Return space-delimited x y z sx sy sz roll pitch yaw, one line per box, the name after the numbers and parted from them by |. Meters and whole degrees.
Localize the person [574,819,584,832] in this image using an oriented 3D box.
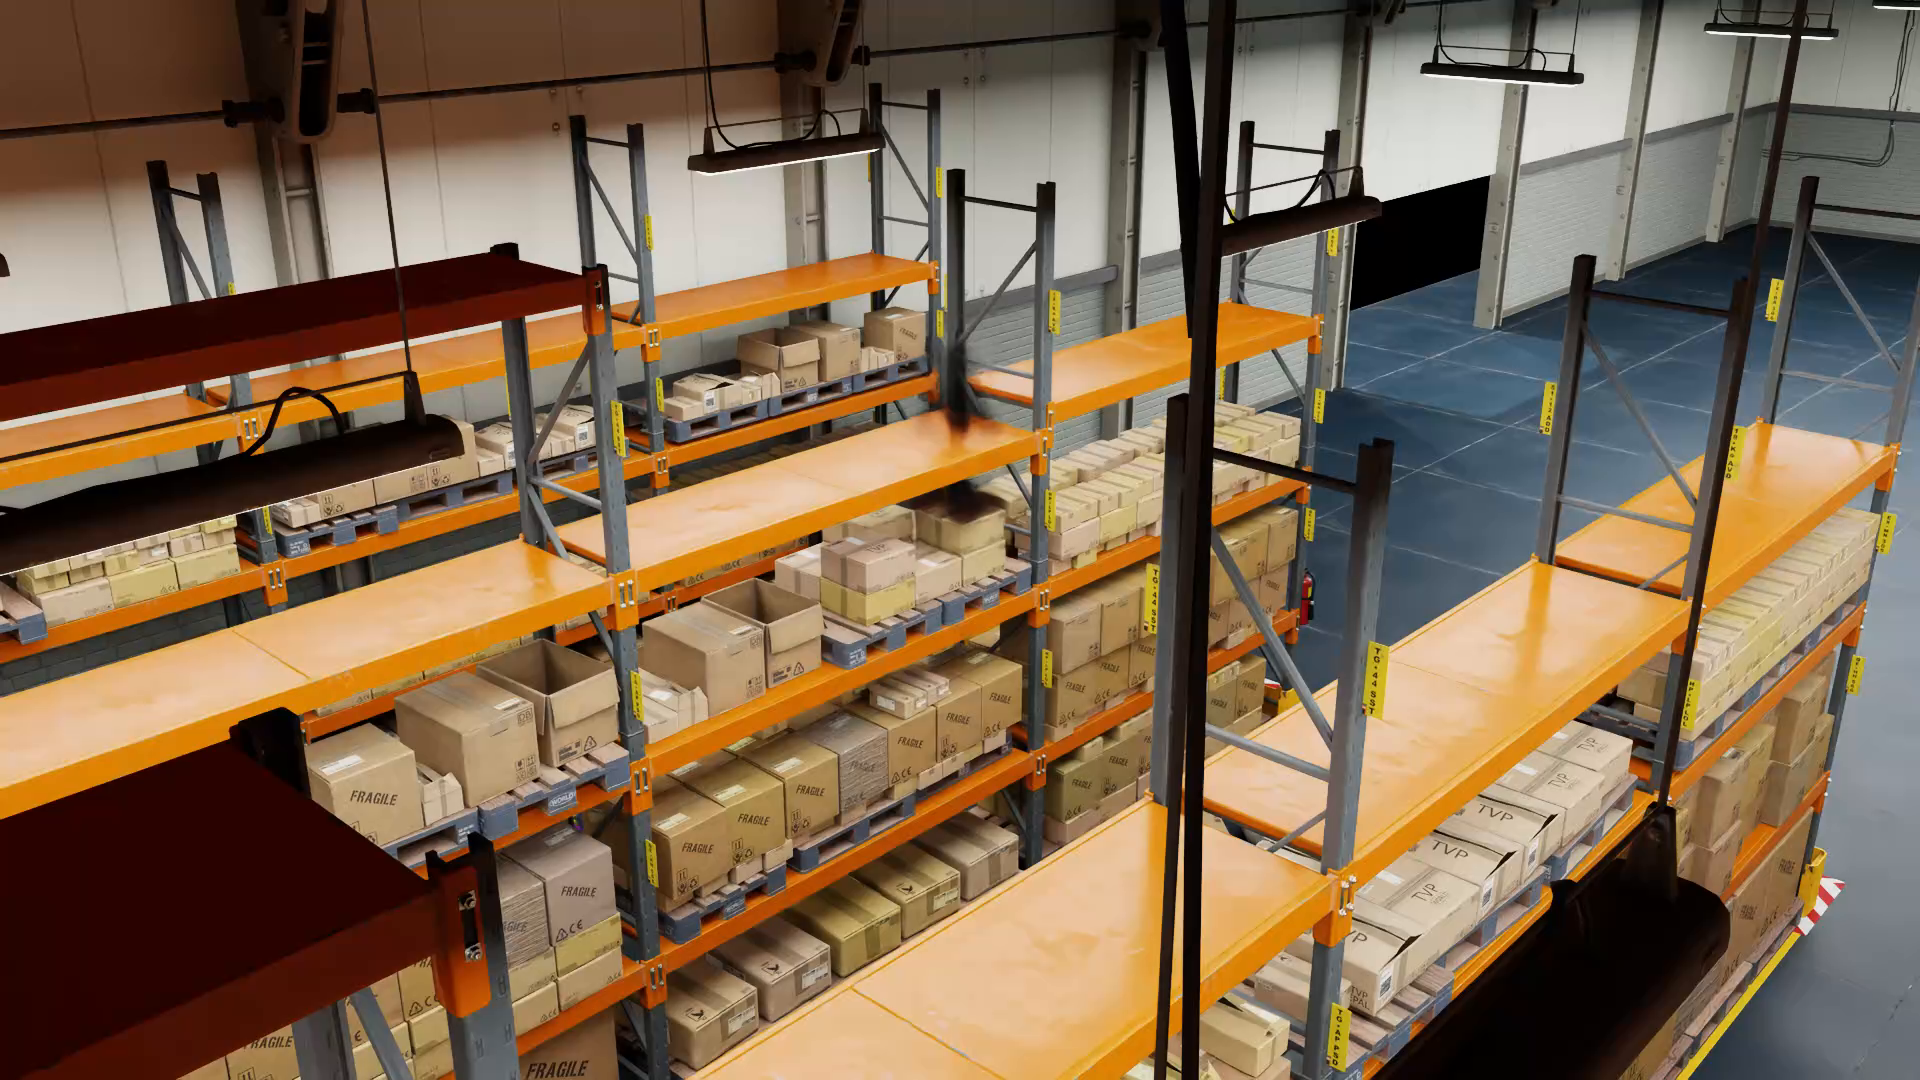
-3.143 2.635 12.857 0.697 1.714 0.609 16 26 36 | person
